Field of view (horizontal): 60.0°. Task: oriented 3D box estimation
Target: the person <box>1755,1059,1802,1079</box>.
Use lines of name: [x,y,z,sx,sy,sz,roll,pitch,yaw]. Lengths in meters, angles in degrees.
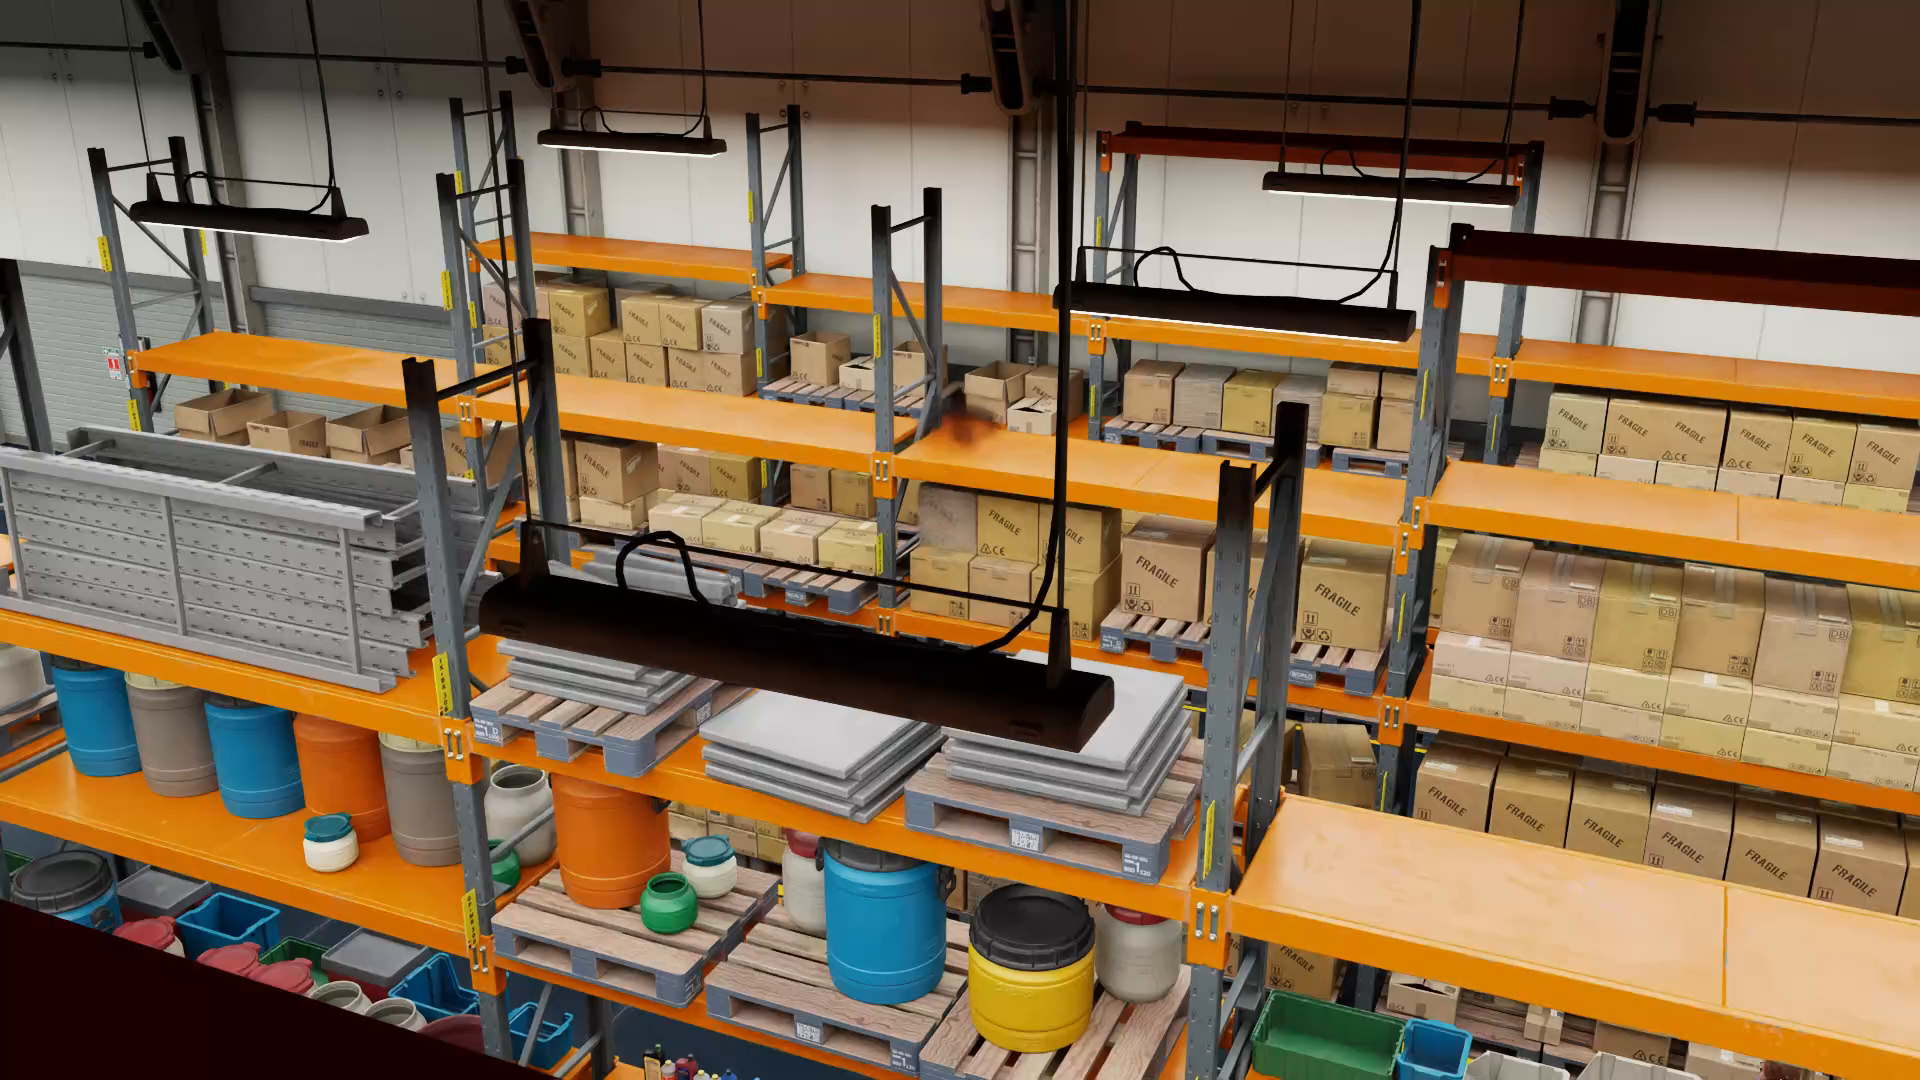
person: [4.953,3.822,10.223,0.386,1.613,0.430,-8,22,-20]
